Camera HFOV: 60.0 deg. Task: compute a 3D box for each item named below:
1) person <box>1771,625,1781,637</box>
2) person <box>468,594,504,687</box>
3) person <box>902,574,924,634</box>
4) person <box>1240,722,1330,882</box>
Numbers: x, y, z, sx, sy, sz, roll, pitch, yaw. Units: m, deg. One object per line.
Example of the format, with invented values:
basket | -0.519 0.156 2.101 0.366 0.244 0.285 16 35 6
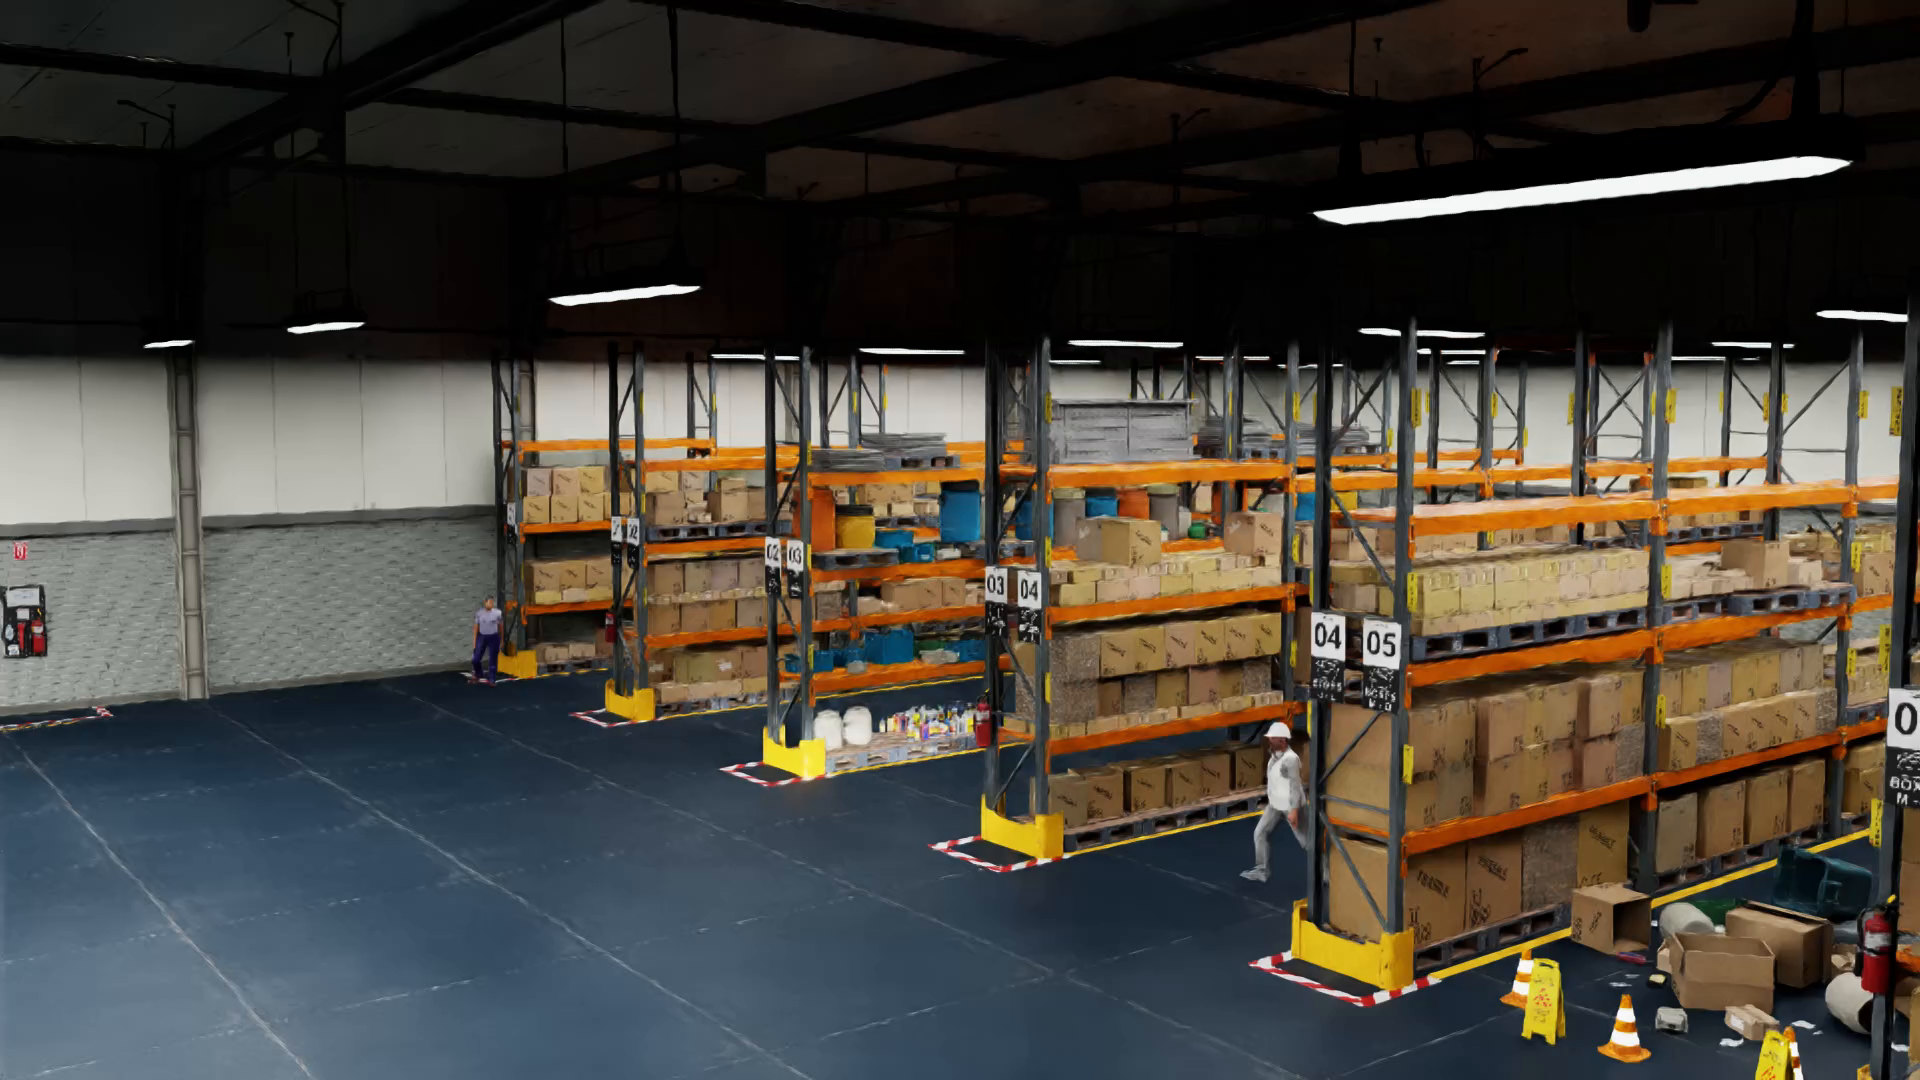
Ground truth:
person | 12.118 2.109 24.816 0.463 1.731 0.598 3 6 34
person | -8.362 1.768 29.278 0.657 1.641 0.466 -1 5 -10
person | -0.945 1.406 33.049 0.548 1.734 0.702 -4 6 -39
person | 3.477 2.774 17.537 0.953 1.721 0.572 -1 5 -16
